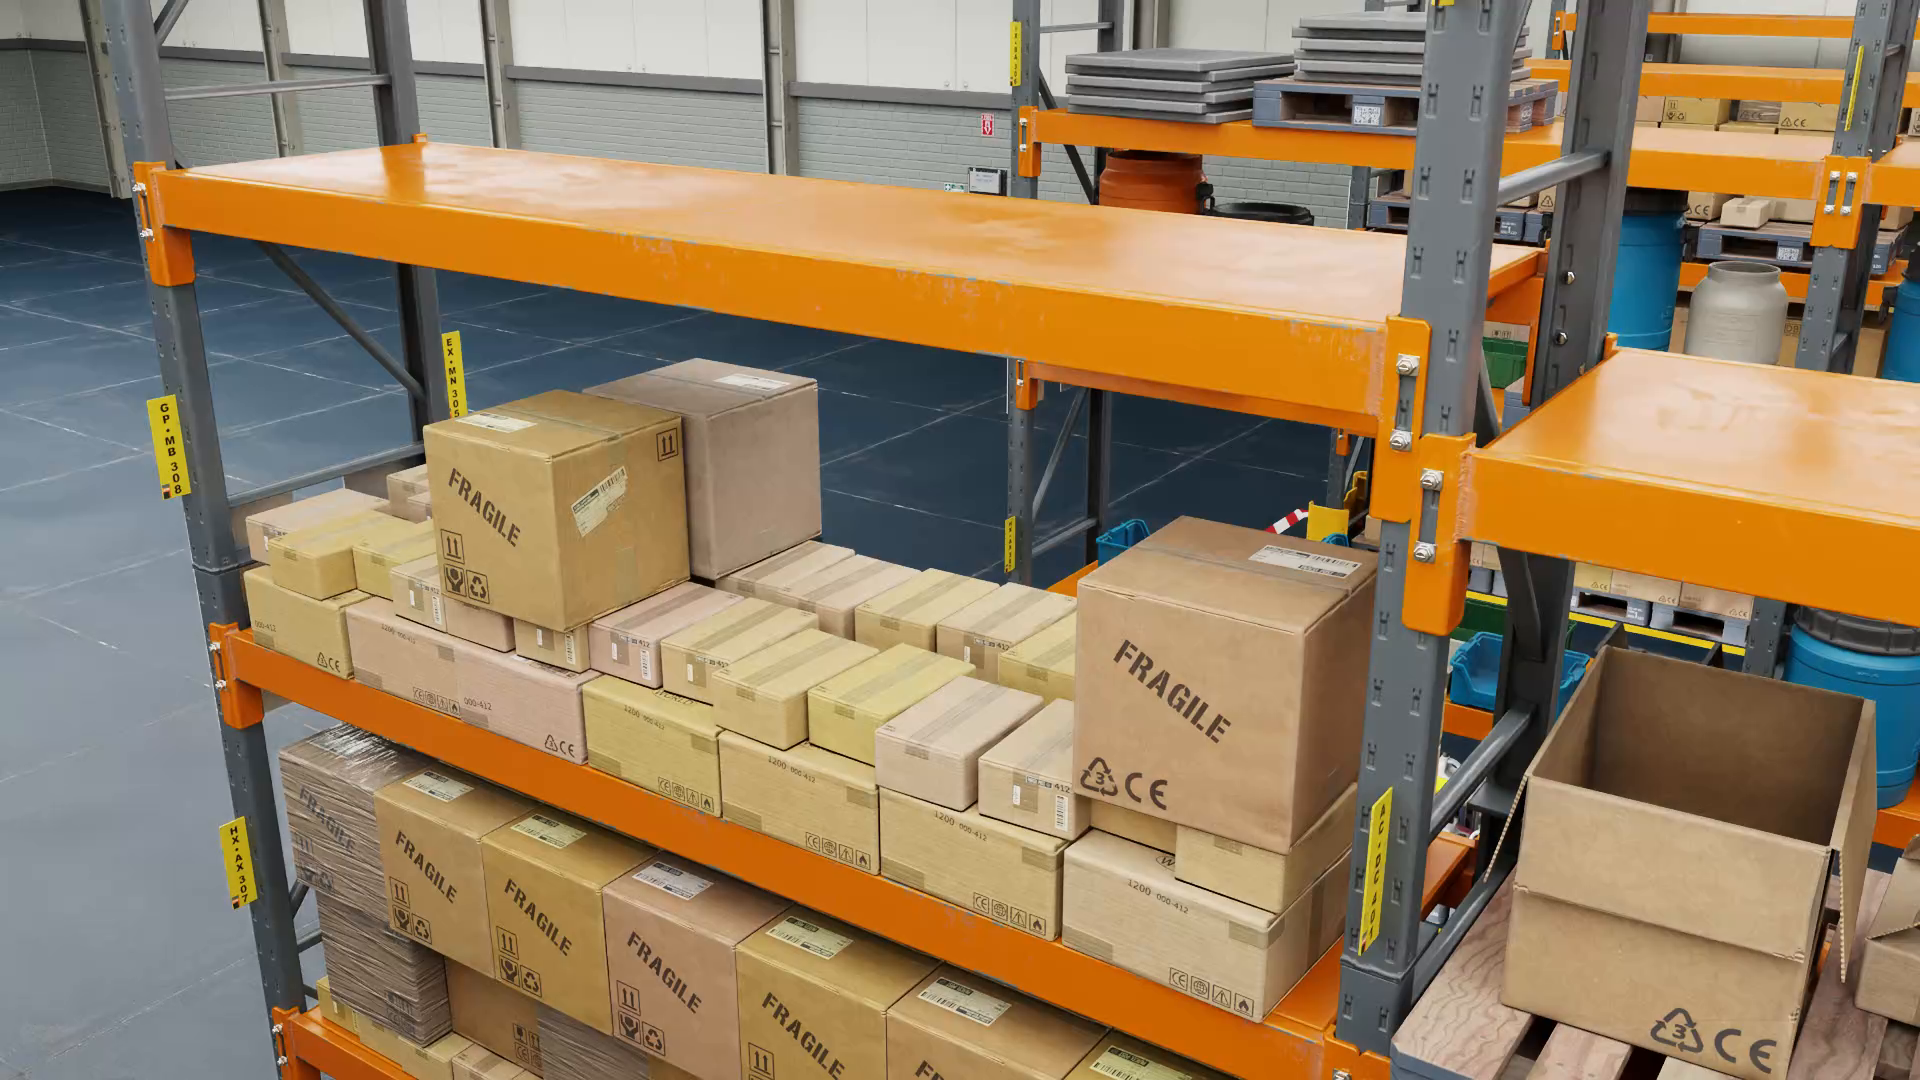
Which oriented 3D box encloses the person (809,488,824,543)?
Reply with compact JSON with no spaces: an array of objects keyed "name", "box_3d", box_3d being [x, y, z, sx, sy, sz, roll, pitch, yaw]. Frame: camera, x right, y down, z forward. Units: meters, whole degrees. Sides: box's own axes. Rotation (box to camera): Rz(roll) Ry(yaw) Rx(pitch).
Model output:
[{"name":"person","box_3d":[-1.199,0.203,11.548,0.495,1.721,0.554,13,23,31]}]
